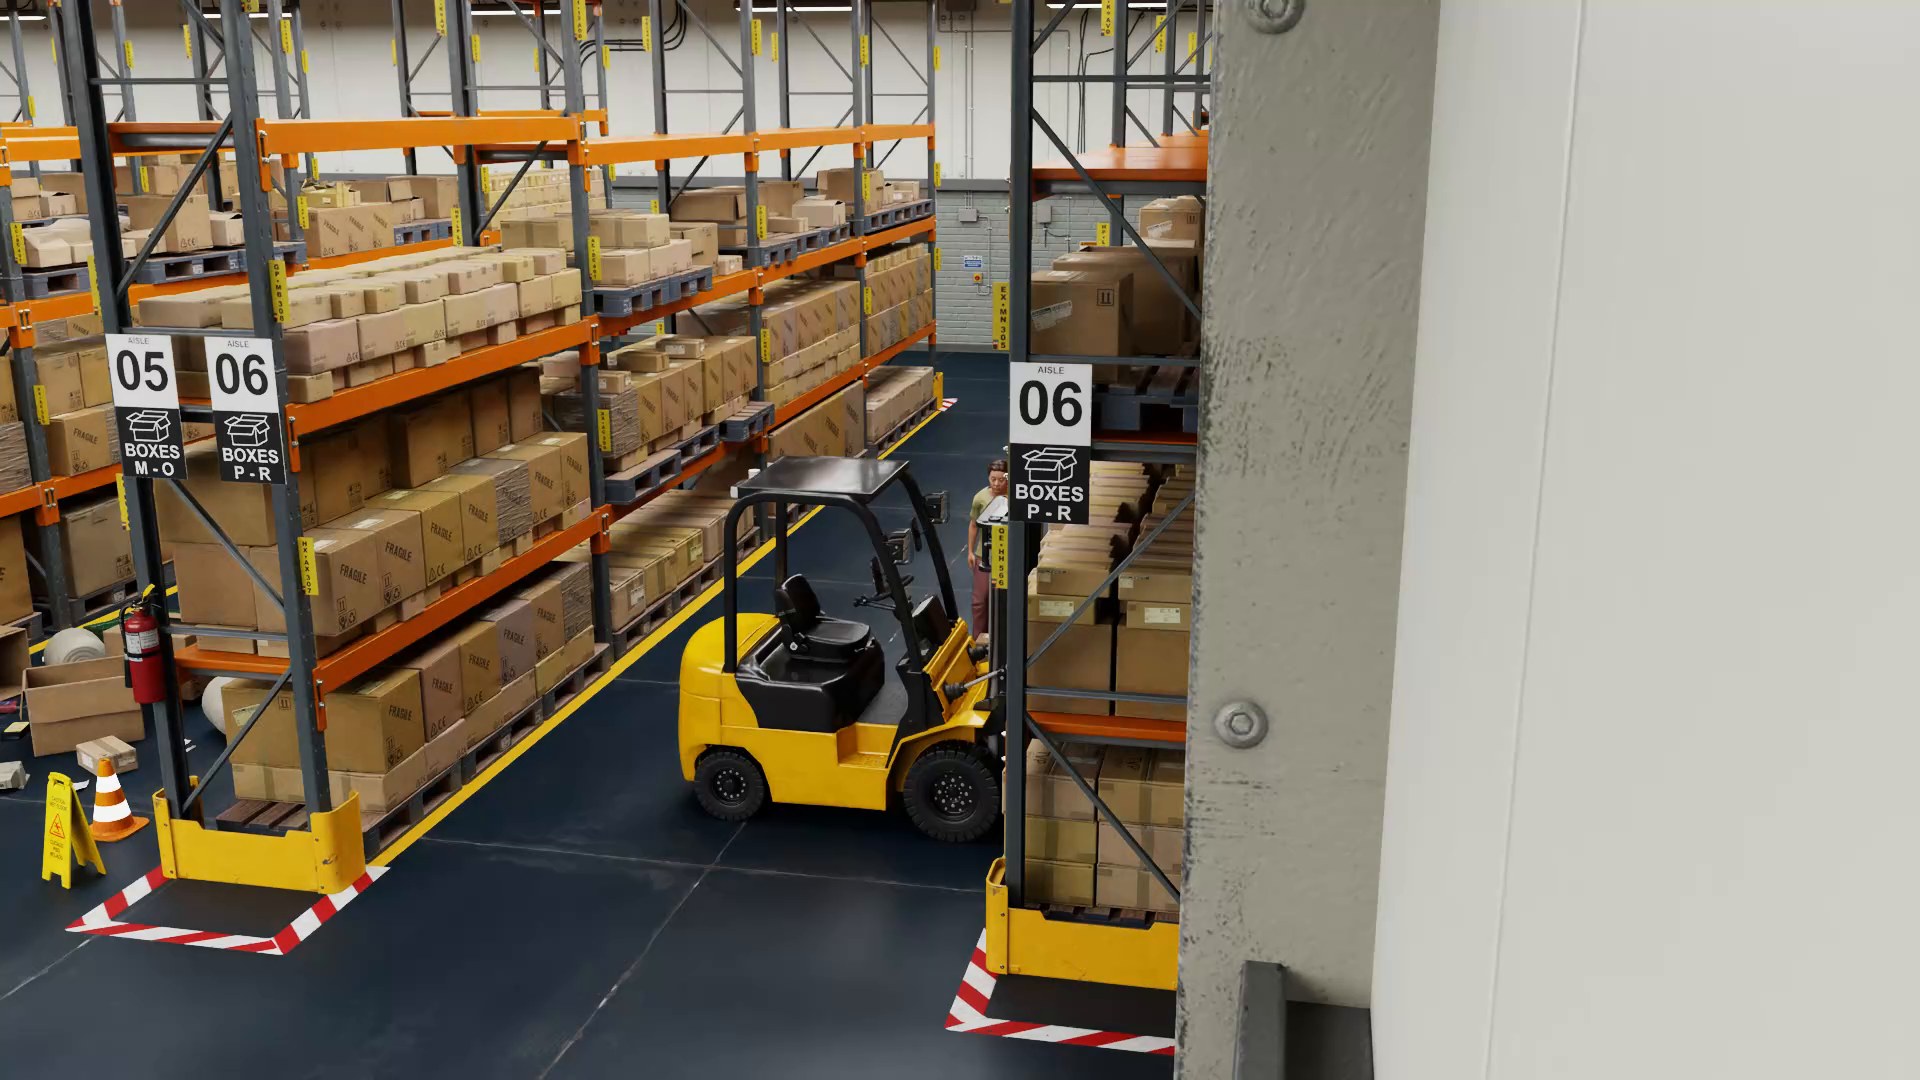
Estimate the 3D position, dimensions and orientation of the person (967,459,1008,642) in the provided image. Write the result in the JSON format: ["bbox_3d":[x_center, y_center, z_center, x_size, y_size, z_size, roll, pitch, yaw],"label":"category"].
[{"bbox_3d":[0.302,0.271,13.446,0.496,1.438,0.359,3,15,11],"label":"person"}]
